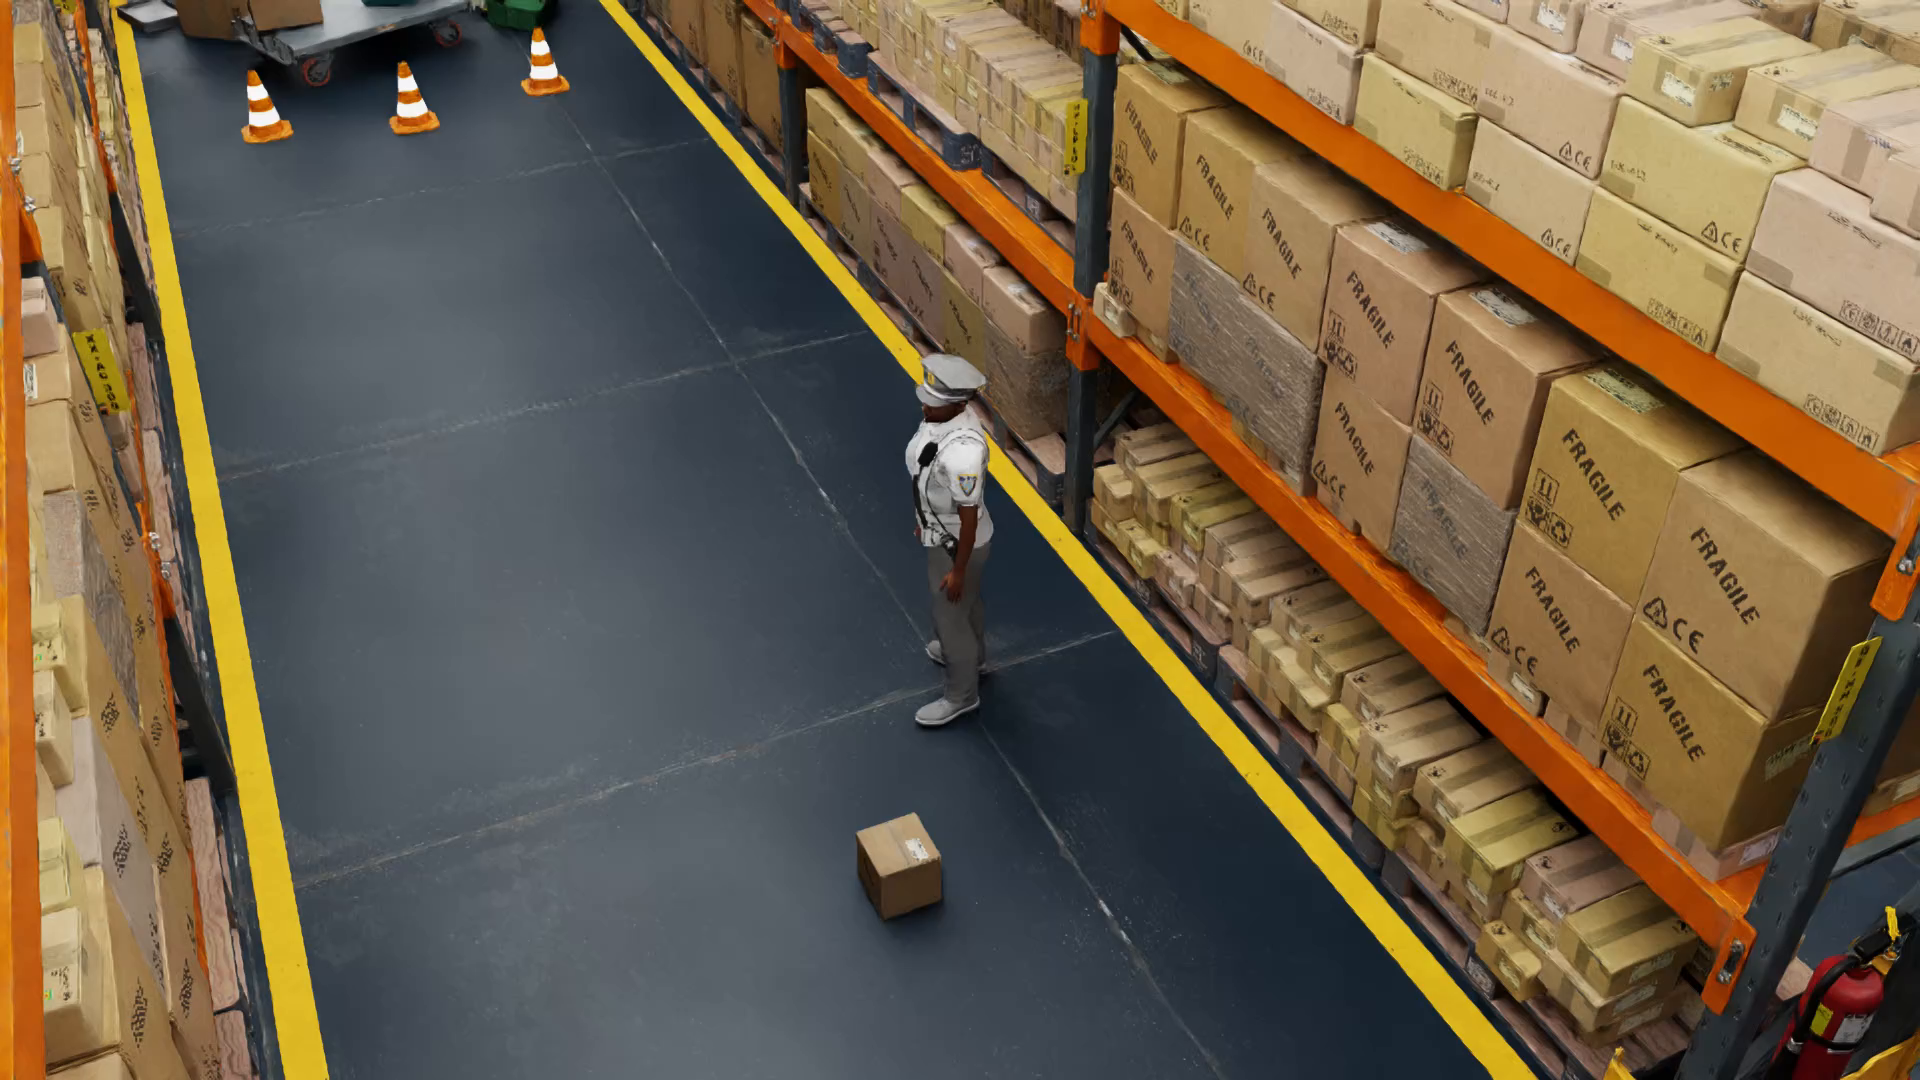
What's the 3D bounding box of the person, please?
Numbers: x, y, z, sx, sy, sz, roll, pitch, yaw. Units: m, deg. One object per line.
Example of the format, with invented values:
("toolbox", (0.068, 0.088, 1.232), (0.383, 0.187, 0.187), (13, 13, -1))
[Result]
("person", (-0.044, -0.012, 6.833), (0.353, 1.679, 0.553), (-5, 38, -6))
